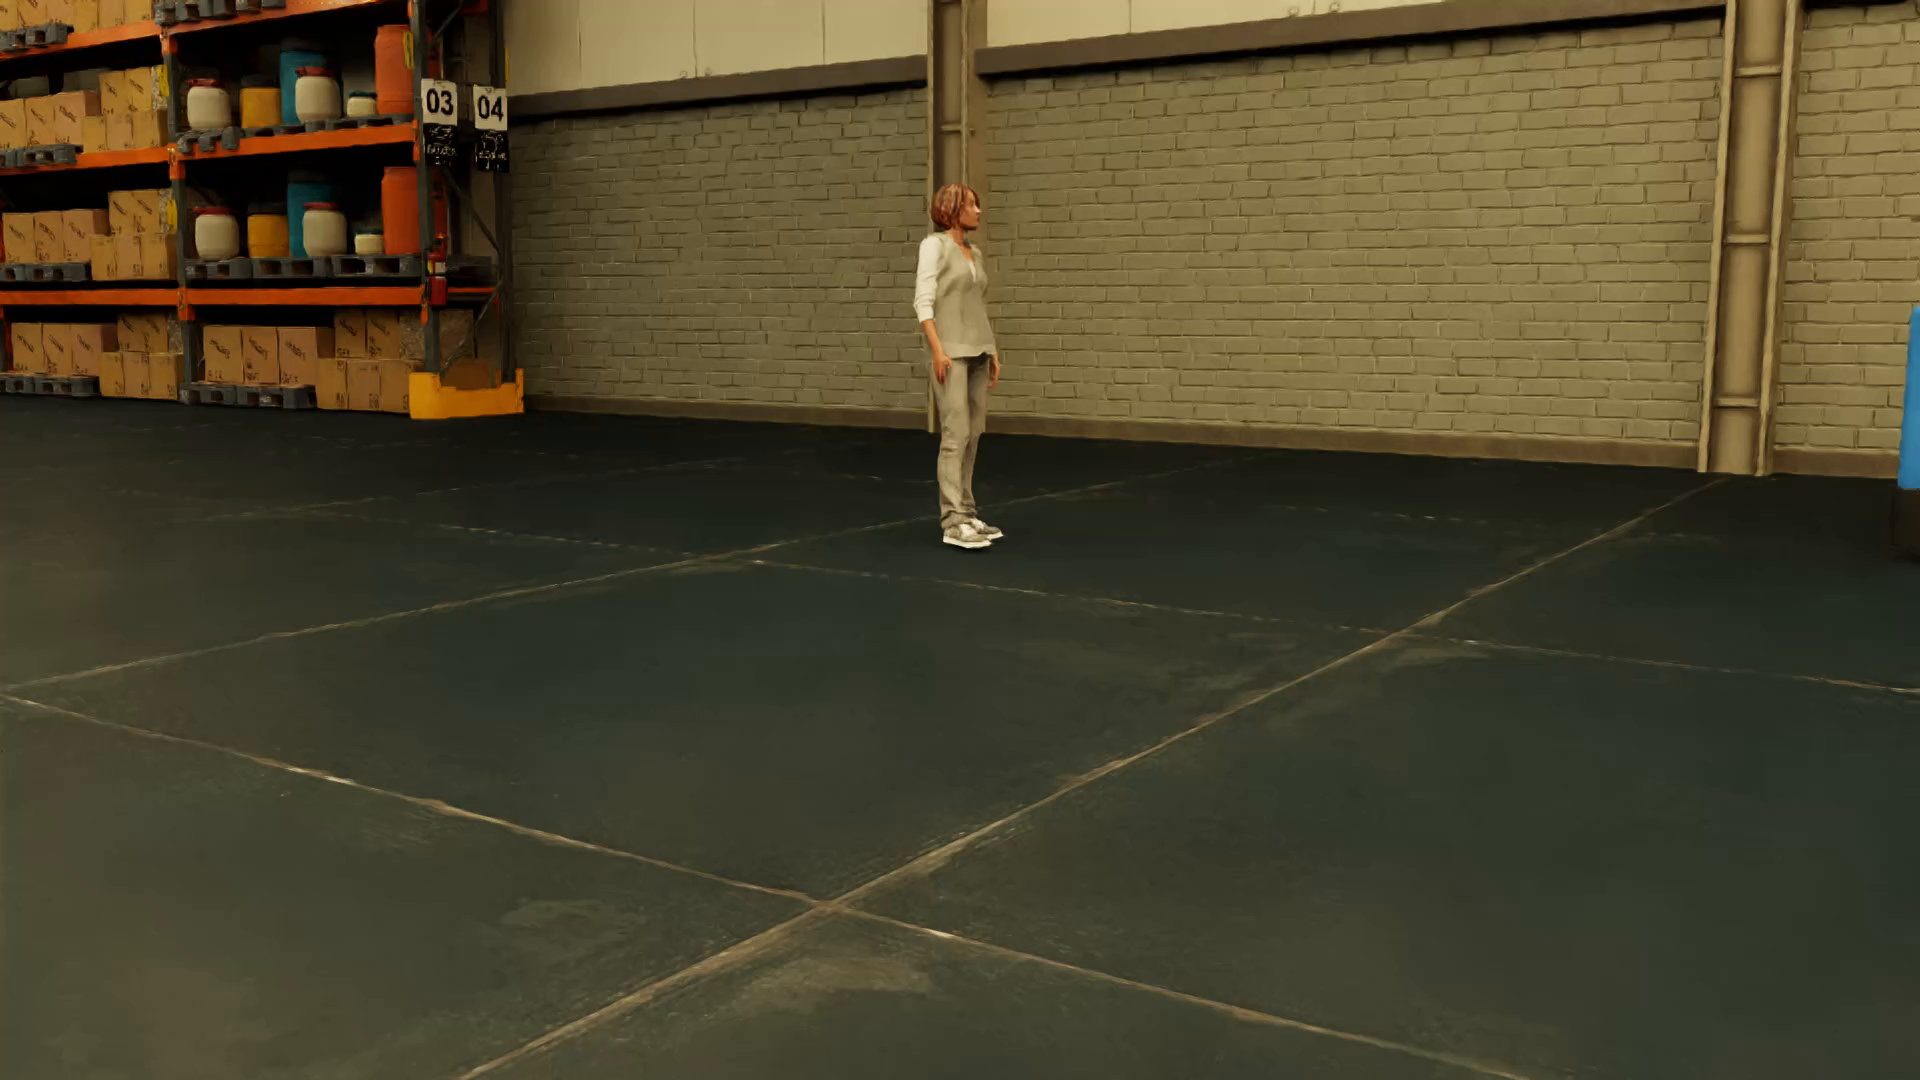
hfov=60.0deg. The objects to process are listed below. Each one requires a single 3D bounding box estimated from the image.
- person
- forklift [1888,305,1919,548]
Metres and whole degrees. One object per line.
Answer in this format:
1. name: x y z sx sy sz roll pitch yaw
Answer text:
1. person: 0.054 -0.790 7.438 0.474 1.597 0.521 5 10 34
2. forklift: 5.171 -1.235 5.876 1.130 2.935 3.031 -6 10 -36
